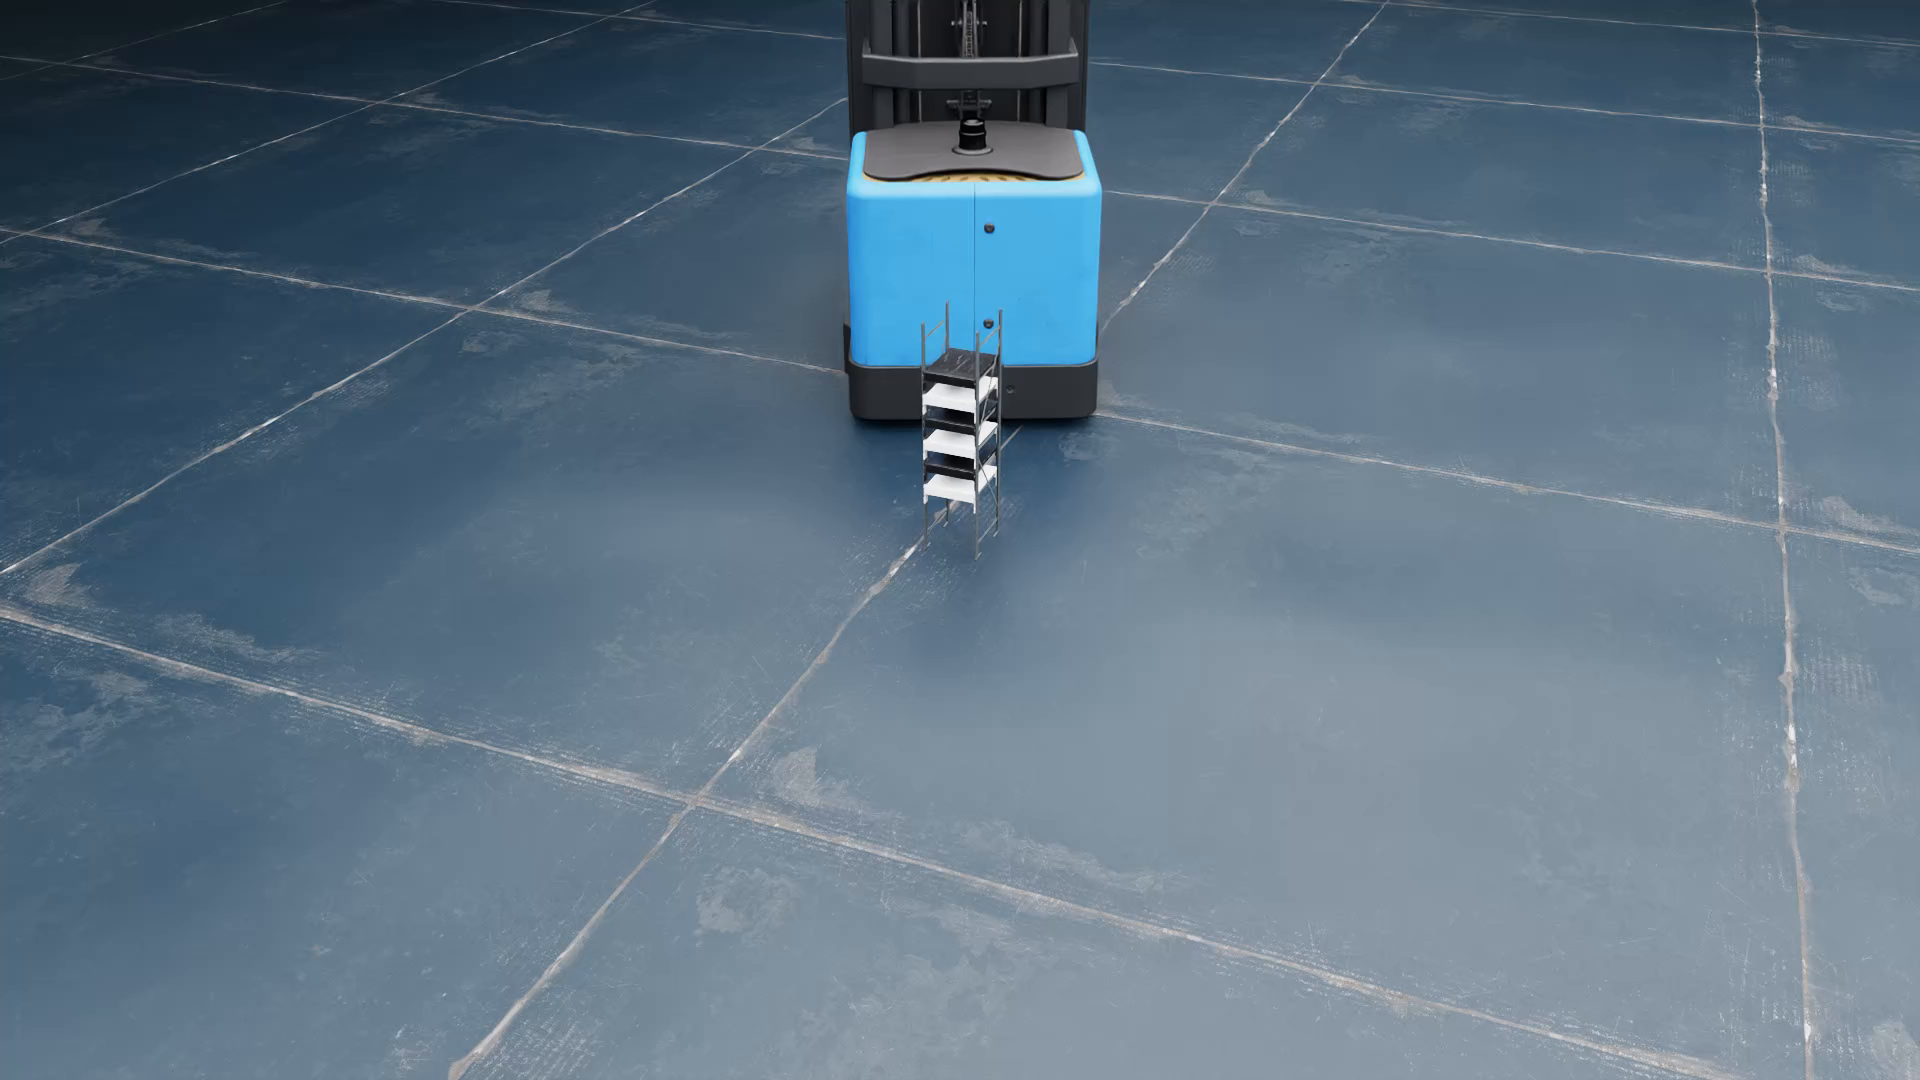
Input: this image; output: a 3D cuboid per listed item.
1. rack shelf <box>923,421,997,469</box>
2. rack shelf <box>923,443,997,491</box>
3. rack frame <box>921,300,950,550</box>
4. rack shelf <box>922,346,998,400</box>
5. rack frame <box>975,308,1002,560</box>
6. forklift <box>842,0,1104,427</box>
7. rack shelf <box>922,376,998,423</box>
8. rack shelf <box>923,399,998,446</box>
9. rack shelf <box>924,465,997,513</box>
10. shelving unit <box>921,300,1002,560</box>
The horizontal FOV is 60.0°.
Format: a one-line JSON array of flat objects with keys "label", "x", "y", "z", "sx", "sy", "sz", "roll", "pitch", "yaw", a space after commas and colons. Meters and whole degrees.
[{"label": "rack shelf", "x": 0.008, "y": -0.361, "z": 6.042, "sx": 0.200, "sy": 0.077, "sz": 0.258, "roll": 11, "pitch": 31, "yaw": 19}, {"label": "rack shelf", "x": 0.008, "y": -0.283, "z": 6.087, "sx": 0.200, "sy": 0.077, "sz": 0.258, "roll": 11, "pitch": 31, "yaw": 19}, {"label": "rack frame", "x": -0.087, "y": -0.409, "z": 6.059, "sx": 0.006, "sy": 0.900, "sz": 0.240, "roll": 11, "pitch": 31, "yaw": 19}, {"label": "rack shelf", "x": 0.008, "y": -0.596, "z": 5.909, "sx": 0.200, "sy": 0.077, "sz": 0.258, "roll": 11, "pitch": 31, "yaw": 19}, {"label": "rack frame", "x": 0.102, "y": -0.371, "z": 5.993, "sx": 0.006, "sy": 0.900, "sz": 0.240, "roll": 11, "pitch": 31, "yaw": 19}, {"label": "forklift", "x": 0.029, "y": -2.435, "z": 7.579, "sx": 1.130, "sy": 2.935, "sz": 3.031, "roll": -1, "pitch": 29, "yaw": -1}, {"label": "rack shelf", "x": 0.008, "y": -0.518, "z": 5.954, "sx": 0.200, "sy": 0.077, "sz": 0.258, "roll": 11, "pitch": 31, "yaw": 19}, {"label": "rack shelf", "x": 0.008, "y": -0.440, "z": 5.998, "sx": 0.200, "sy": 0.077, "sz": 0.258, "roll": 11, "pitch": 31, "yaw": 19}, {"label": "rack shelf", "x": 0.008, "y": -0.205, "z": 6.131, "sx": 0.200, "sy": 0.077, "sz": 0.258, "roll": 11, "pitch": 31, "yaw": 19}, {"label": "shelving unit", "x": 0.008, "y": -0.390, "z": 6.026, "sx": 0.210, "sy": 0.900, "sz": 0.258, "roll": 11, "pitch": 31, "yaw": 19}]
